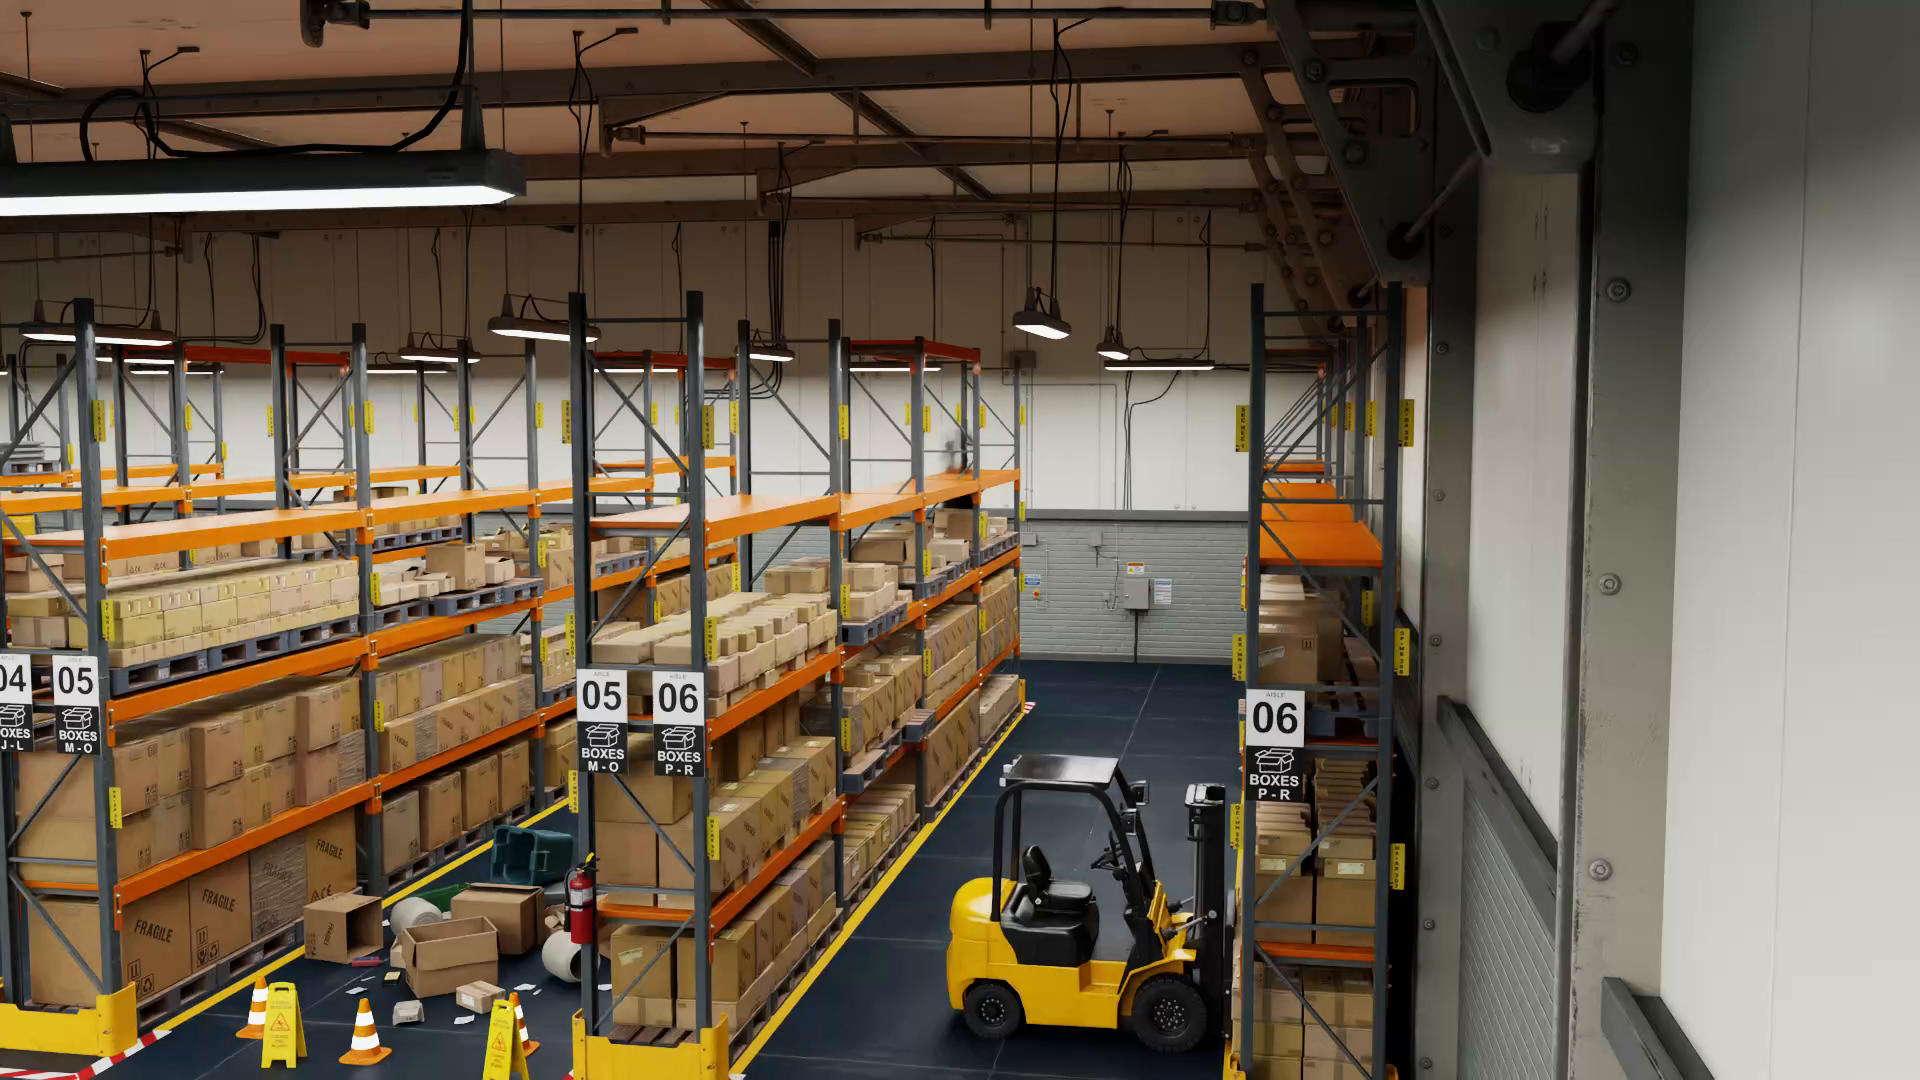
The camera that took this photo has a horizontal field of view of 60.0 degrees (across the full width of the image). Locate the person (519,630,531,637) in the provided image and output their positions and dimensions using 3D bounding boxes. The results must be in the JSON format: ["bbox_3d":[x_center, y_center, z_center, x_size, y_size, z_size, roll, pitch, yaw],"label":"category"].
[{"bbox_3d":[-6.731,2.260,25.932,0.537,1.730,0.755,1,5,15],"label":"person"}]
